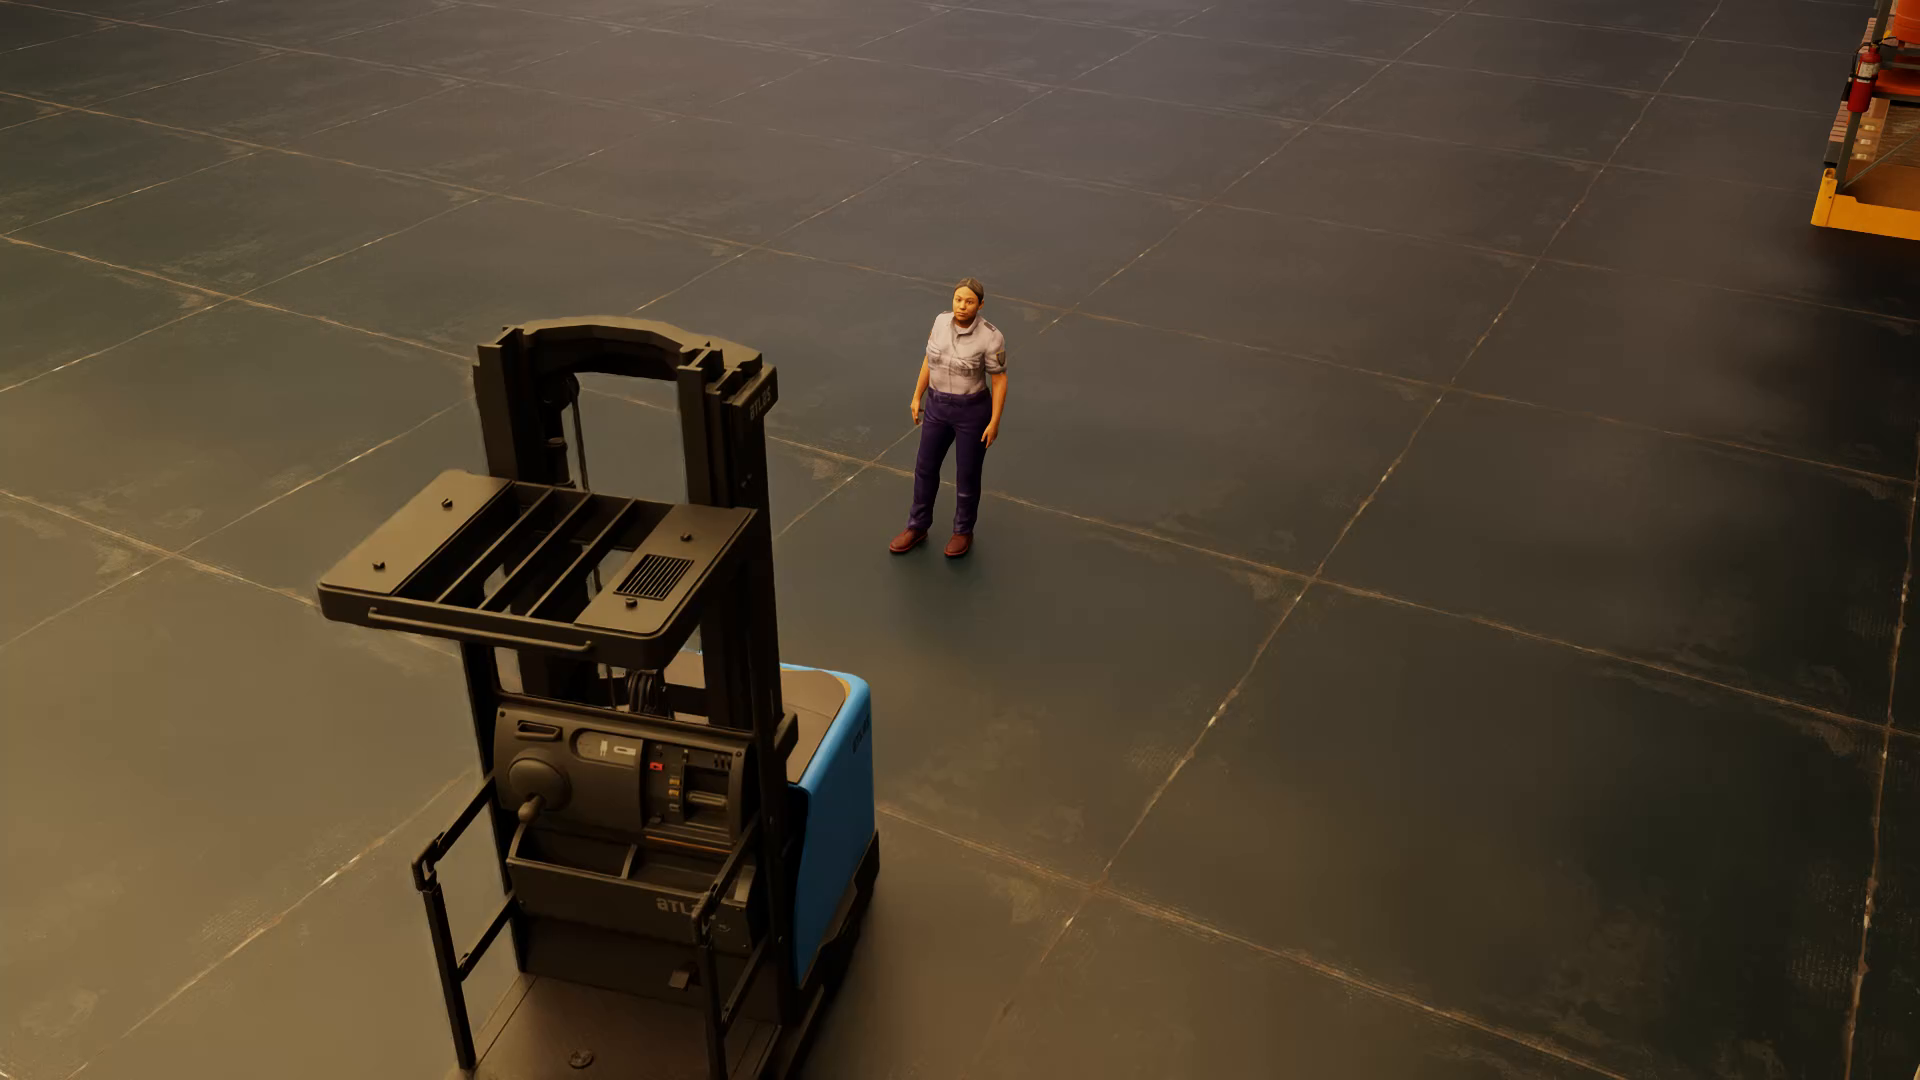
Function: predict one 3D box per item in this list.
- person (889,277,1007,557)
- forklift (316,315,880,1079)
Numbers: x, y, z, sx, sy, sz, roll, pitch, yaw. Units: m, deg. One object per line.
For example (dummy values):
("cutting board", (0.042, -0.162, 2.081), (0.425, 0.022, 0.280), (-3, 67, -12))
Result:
("person", (-0.064, -0.686, 9.529), (0.598, 1.651, 0.502), (15, 33, 25))
("forklift", (-1.232, 0.870, 5.563), (1.130, 2.935, 3.031), (8, 31, 13))
